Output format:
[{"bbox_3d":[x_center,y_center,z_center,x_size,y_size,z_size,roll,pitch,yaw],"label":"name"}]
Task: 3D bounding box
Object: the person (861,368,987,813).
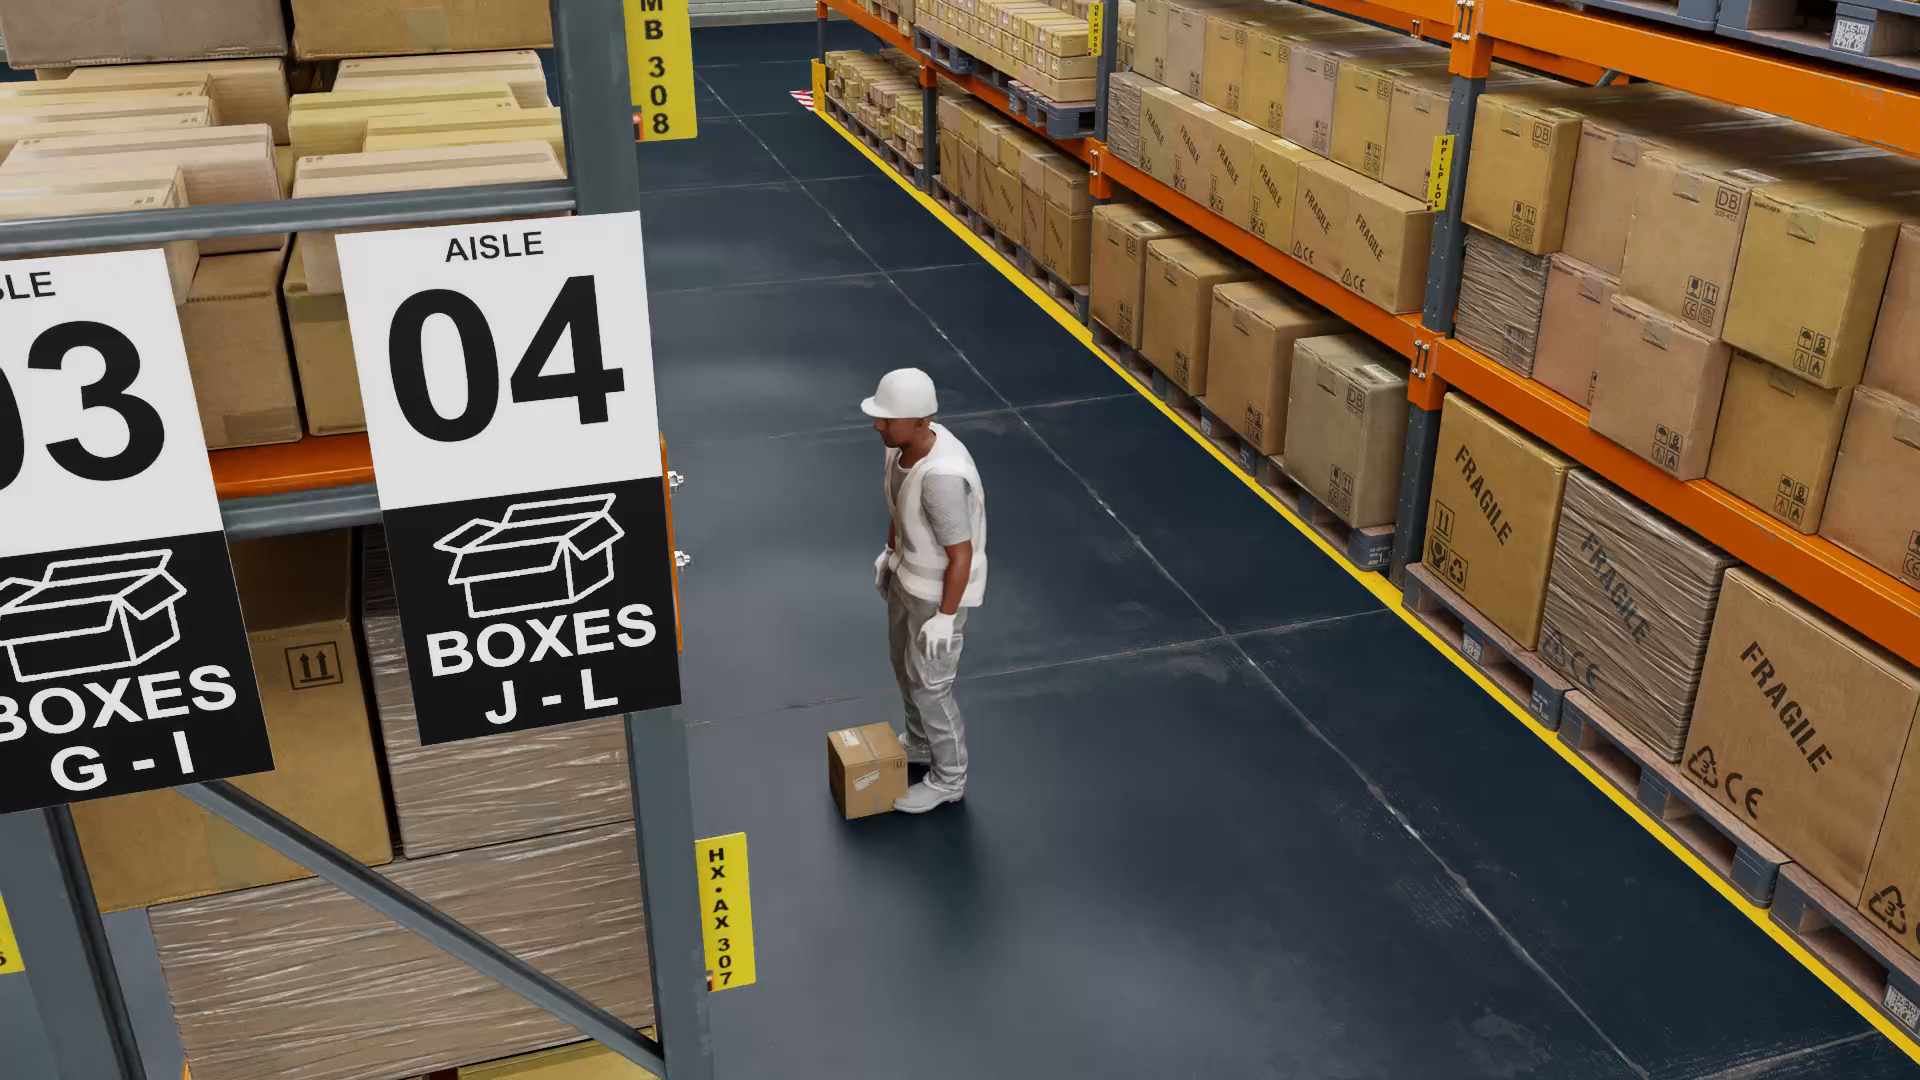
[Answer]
[{"bbox_3d":[-0.143,0.182,6.227,0.443,1.776,0.626,-9,28,-19],"label":"person"}]
